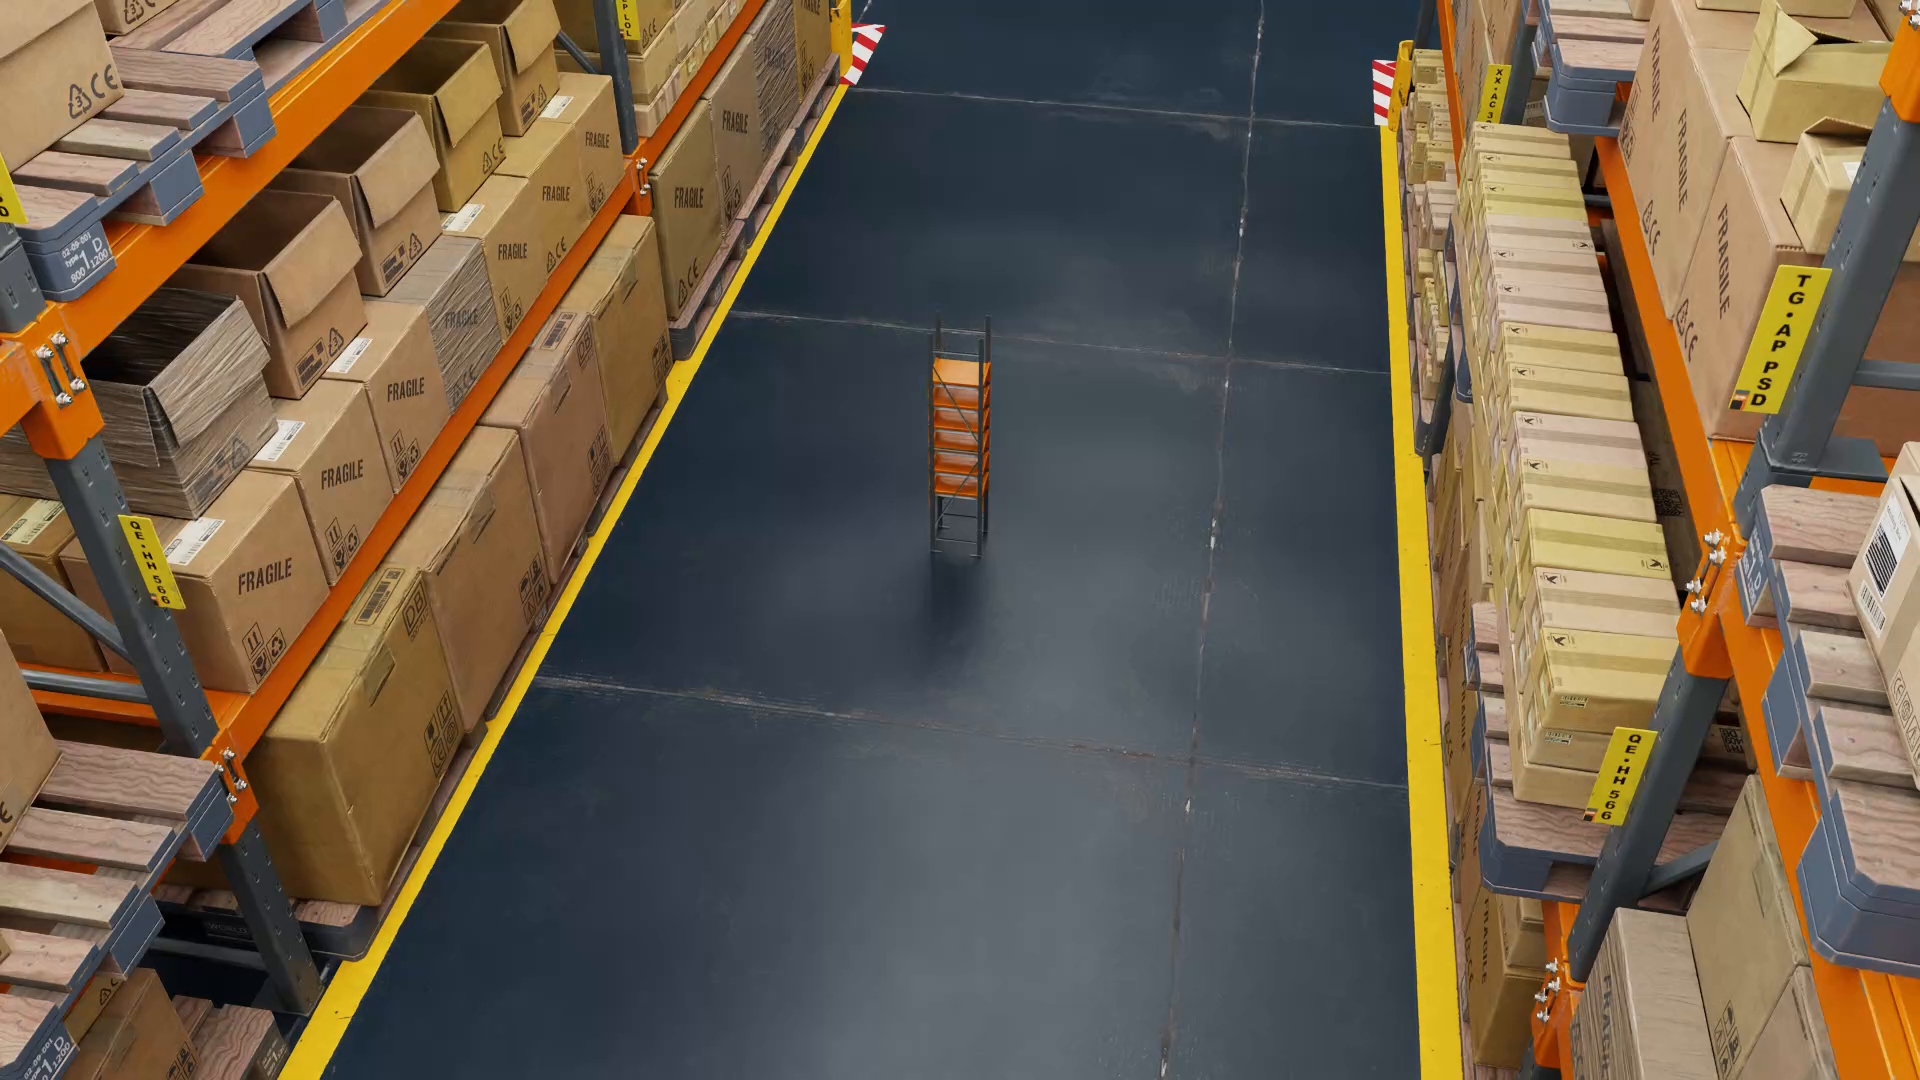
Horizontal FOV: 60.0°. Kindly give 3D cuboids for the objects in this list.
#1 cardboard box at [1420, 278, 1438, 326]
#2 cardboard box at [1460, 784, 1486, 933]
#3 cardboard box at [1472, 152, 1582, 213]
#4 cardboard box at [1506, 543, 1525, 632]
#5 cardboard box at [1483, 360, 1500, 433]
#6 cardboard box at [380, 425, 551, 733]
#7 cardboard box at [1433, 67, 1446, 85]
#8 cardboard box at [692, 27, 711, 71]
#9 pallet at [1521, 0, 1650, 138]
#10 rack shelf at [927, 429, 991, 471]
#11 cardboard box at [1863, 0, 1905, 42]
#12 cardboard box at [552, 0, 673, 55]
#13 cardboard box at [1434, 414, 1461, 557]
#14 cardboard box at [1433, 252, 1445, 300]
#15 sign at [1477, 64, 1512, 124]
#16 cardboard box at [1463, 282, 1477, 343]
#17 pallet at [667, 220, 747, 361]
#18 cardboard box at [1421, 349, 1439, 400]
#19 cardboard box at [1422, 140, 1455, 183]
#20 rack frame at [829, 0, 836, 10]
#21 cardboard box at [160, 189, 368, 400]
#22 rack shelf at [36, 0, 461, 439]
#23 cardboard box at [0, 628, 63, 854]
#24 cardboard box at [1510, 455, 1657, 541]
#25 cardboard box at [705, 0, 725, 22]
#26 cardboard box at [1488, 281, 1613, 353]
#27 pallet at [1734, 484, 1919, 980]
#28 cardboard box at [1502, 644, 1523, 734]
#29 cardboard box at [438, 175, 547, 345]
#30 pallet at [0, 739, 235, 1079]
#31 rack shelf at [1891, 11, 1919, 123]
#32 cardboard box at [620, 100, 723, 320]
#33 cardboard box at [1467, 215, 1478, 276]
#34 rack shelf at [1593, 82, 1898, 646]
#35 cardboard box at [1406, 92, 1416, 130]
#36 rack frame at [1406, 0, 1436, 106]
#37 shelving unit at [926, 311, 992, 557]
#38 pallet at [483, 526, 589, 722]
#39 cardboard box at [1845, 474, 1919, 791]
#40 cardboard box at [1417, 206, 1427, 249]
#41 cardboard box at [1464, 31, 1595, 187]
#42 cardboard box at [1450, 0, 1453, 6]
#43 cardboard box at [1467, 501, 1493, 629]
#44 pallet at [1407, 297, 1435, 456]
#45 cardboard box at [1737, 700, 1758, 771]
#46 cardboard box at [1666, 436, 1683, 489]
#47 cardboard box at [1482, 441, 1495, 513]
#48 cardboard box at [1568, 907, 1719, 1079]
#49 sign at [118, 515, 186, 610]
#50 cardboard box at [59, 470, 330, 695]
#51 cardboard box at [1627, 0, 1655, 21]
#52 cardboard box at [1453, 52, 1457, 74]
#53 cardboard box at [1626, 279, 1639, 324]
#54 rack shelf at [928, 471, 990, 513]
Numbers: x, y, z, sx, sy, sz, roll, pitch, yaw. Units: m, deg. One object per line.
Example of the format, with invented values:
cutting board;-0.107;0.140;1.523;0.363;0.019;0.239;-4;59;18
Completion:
cardboard box;2.607;-1.226;8.650;0.380;0.149;0.250;5;40;6
cardboard box;2.060;1.070;5.831;0.500;0.500;0.500;8;40;9
cardboard box;2.238;-1.397;6.583;0.380;0.149;0.250;7;40;9
cardboard box;1.834;0.163;4.930;0.380;0.149;0.250;7;40;9
cardboard box;2.012;-0.476;5.703;0.380;0.149;0.250;6;40;7
cardboard box;-2.456;0.093;6.718;1.225;0.875;0.875;7;40;8
cardboard box;3.139;-2.800;10.320;0.380;0.149;0.250;7;40;8
cardboard box;-1.553;-2.633;8.874;0.380;0.149;0.250;5;40;6
pallet;2.414;-1.531;5.138;1.213;0.211;1.003;6;40;8
rack shelf;-0.002;-0.419;7.482;0.258;0.103;0.180;6;40;8
cardboard box;2.631;-1.117;4.411;0.500;0.500;0.500;6;40;8
cardboard box;-1.731;-2.703;8.058;0.500;0.500;0.500;6;40;8
cardboard box;2.413;-0.239;7.413;0.500;0.500;0.500;8;40;9
cardboard box;2.648;-1.341;8.555;0.380;0.149;0.250;6;40;7
sign;2.266;-1.863;7.067;0.100;0.325;0.005;6;40;8
cardboard box;2.147;-0.855;6.394;0.380;0.149;0.250;7;40;8
pallet;-1.857;-1.479;9.470;1.003;0.211;1.213;6;40;8
cardboard box;2.534;-0.821;8.394;0.380;0.149;0.250;7;40;8
cardboard box;2.860;-2.158;9.544;0.380;0.149;0.250;7;40;8
rack frame;-1.374;-4.595;11.051;1.000;3.000;0.127;6;40;8
cardboard box;-2.500;-0.865;5.674;0.797;0.503;0.637;7;40;9
rack shelf;-2.412;-1.709;5.770;1.077;0.370;4.000;6;40;8
cardboard box;-2.812;0.568;4.397;0.500;0.500;0.500;2;40;2
cardboard box;1.876;-0.106;5.022;0.380;0.149;0.250;8;40;9
cardboard box;-1.552;-3.045;9.060;0.500;0.250;0.500;7;40;9
cardboard box;2.058;-0.761;5.814;0.380;0.149;0.250;8;40;9
pallet;2.050;0.362;2.849;1.213;0.211;1.003;8;40;10
cardboard box;1.787;0.455;4.810;0.380;0.149;0.250;6;40;8
cardboard box;-2.054;-1.161;6.819;0.500;0.500;0.500;6;40;7
pallet;-2.776;0.958;4.484;1.213;0.211;1.003;6;40;8
rack shelf;1.764;0.410;1.167;1.077;0.370;4.000;6;40;8
cardboard box;-1.873;-1.833;9.048;0.875;0.875;0.875;6;40;8
cardboard box;2.193;-1.133;6.497;0.380;0.149;0.250;7;40;9
rack shelf;2.456;-1.098;5.032;1.077;0.370;4.000;6;40;8
cardboard box;3.088;-2.755;10.732;0.380;0.149;0.250;7;40;9
rack frame;3.494;-3.985;10.313;1.000;3.000;0.127;6;40;8
shelving unit;-0.002;-0.453;7.454;0.258;1.200;0.189;6;40;8
pallet;-2.334;0.250;7.378;1.003;0.211;1.213;6;40;8
cardboard box;1.768;0.144;2.627;0.500;0.311;0.500;6;40;8
cardboard box;2.834;-1.782;9.556;0.380;0.149;0.250;6;40;8
cardboard box;2.607;-1.962;7.554;0.500;0.500;0.500;6;40;8
cardboard box;2.979;-3.242;9.102;0.500;0.500;0.500;7;40;8
cardboard box;2.231;0.127;6.383;0.500;0.250;0.500;8;40;9
pallet;2.883;-0.825;8.679;1.003;0.211;1.213;6;40;8
cardboard box;2.432;0.544;4.703;0.380;0.149;0.250;8;40;10
cardboard box;2.660;-0.283;5.703;0.380;0.149;0.250;5;40;6
cardboard box;1.969;-0.194;5.595;0.380;0.149;0.250;8;40;9
cardboard box;1.766;1.249;3.903;0.500;0.500;0.500;7;40;8
sign;-2.222;0.064;4.569;0.100;0.325;0.005;6;40;8
cardboard box;-2.406;0.112;5.279;0.500;0.500;0.500;8;40;9
cardboard box;2.405;-1.877;4.999;0.797;0.503;0.637;6;40;7
cardboard box;2.820;-2.572;8.801;0.380;0.149;0.250;7;40;9
cardboard box;2.839;-0.949;6.509;0.380;0.149;0.250;6;40;8
rack shelf;-0.002;-0.234;7.635;0.258;0.103;0.180;6;40;8
